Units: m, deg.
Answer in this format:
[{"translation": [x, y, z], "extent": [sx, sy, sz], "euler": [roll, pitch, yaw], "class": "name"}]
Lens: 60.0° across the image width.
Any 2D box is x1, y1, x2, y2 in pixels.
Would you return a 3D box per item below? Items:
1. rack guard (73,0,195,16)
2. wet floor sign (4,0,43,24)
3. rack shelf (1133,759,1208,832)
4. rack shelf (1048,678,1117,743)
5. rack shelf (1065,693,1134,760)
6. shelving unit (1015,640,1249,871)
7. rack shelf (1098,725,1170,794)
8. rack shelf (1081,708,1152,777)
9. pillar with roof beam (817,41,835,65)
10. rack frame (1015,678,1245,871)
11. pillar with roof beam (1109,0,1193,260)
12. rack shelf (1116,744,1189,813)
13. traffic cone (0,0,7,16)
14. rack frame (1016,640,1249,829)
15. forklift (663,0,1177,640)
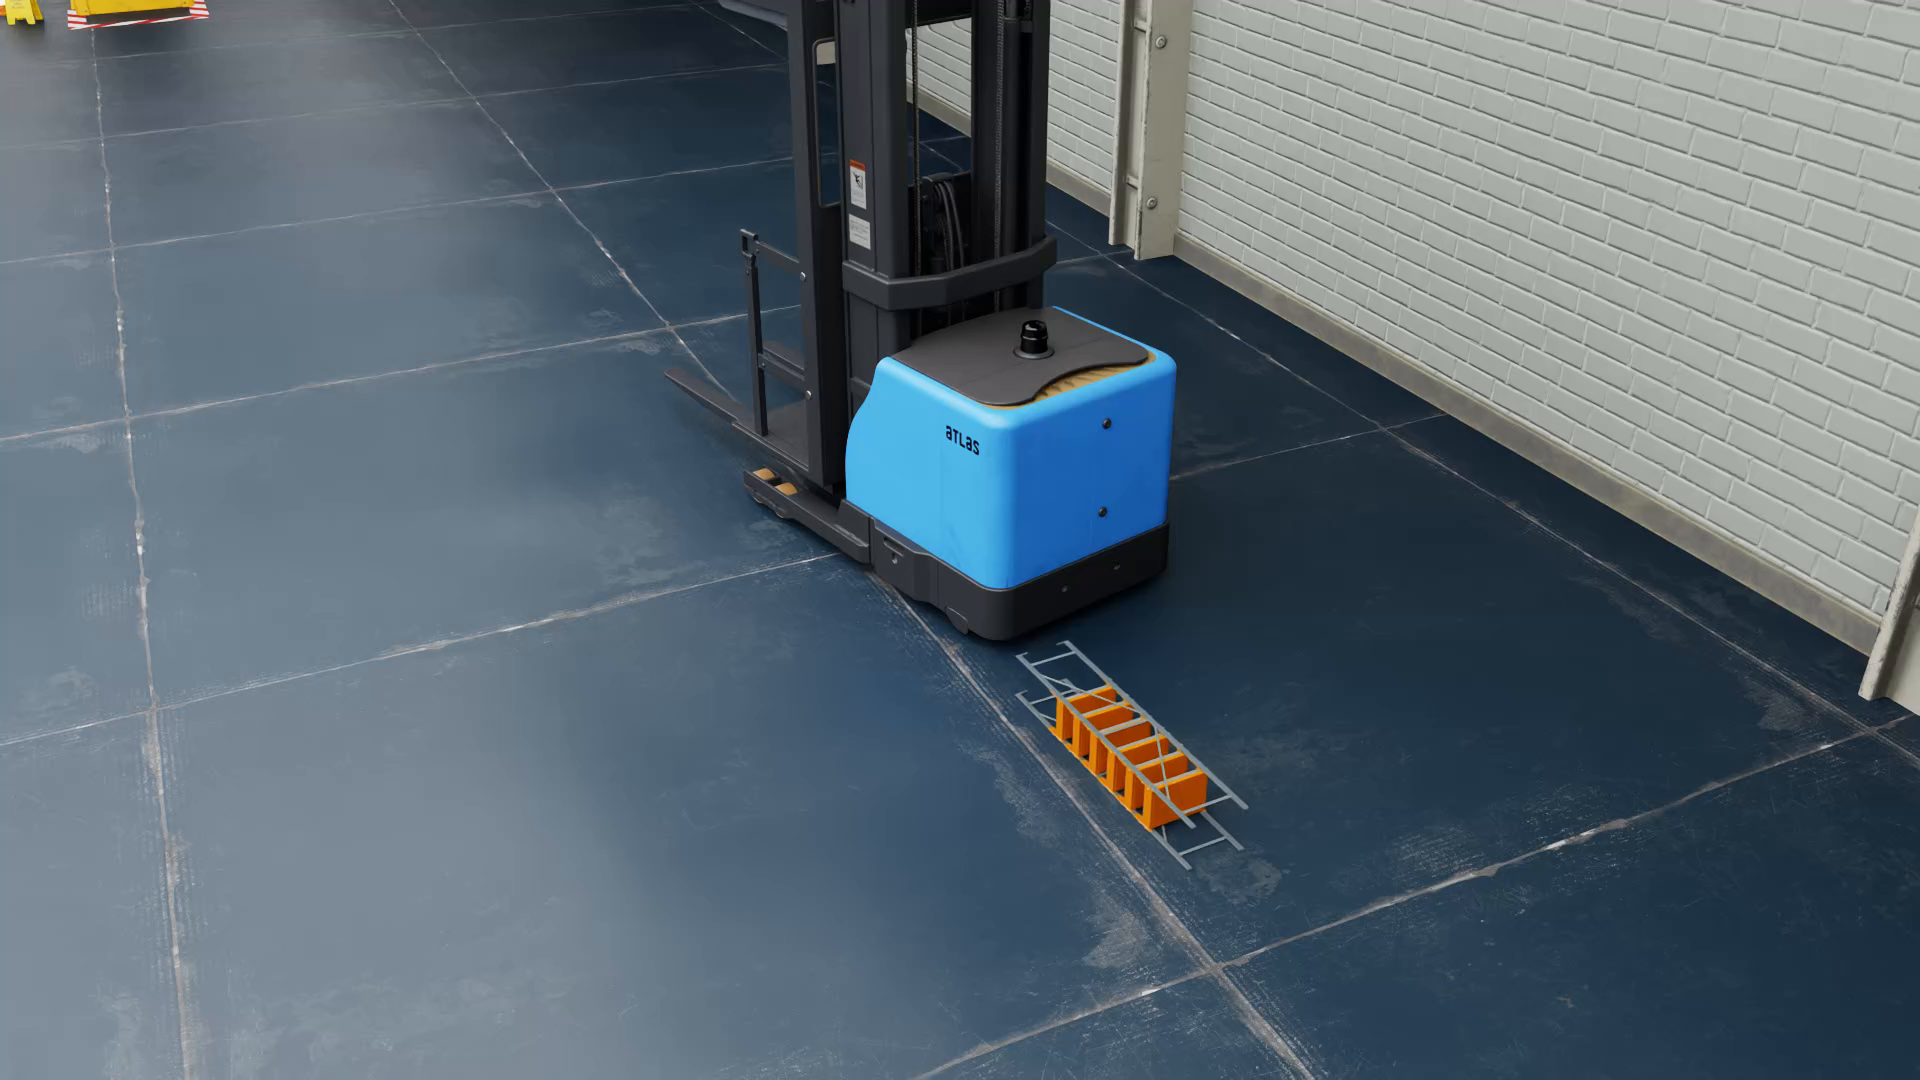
[{"translation": [-8.943, -5.993, 17.926], "extent": [1.175, 0.500, 0.348], "euler": [-13, 32, -22], "class": "rack guard"}, {"translation": [-9.795, -5.714, 17.280], "extent": [0.267, 0.644, 0.232], "euler": [-3, 29, -5], "class": "wet floor sign"}, {"translation": [0.756, 0.906, 5.937], "extent": [0.258, 0.180, 0.103], "euler": [-15, 32, -24], "class": "rack shelf"}, {"translation": [0.474, 0.646, 6.399], "extent": [0.258, 0.180, 0.103], "euler": [-15, 32, -24], "class": "rack shelf"}, {"translation": [0.531, 0.698, 6.307], "extent": [0.258, 0.180, 0.103], "euler": [-15, 32, -24], "class": "rack shelf"}, {"translation": [0.608, 0.769, 6.180], "extent": [0.258, 0.189, 1.200], "euler": [-15, 32, -24], "class": "shelving unit"}, {"translation": [0.643, 0.802, 6.122], "extent": [0.258, 0.180, 0.103], "euler": [-15, 32, -24], "class": "rack shelf"}, {"translation": [0.587, 0.750, 6.214], "extent": [0.258, 0.180, 0.103], "euler": [-15, 32, -24], "class": "rack shelf"}, {"translation": [-5.226, -7.652, 12.196], "extent": [9.100, 9.000, 0.400], "euler": [-13, 32, -22], "class": "pillar with roof beam"}, {"translation": [0.608, 0.849, 6.225], "extent": [0.240, 0.006, 1.200], "euler": [-15, 32, -24], "class": "rack frame"}, {"translation": [-2.650, -5.002, 7.469], "extent": [9.100, 9.000, 0.400], "euler": [-13, 32, -22], "class": "pillar with roof beam"}, {"translation": [0.700, 0.854, 6.029], "extent": [0.258, 0.180, 0.103], "euler": [-15, 32, -24], "class": "rack shelf"}, {"translation": [-10.260, -5.862, 17.731], "extent": [0.336, 0.463, 0.334], "euler": [-13, 32, -22], "class": "traffic cone"}, {"translation": [0.608, 0.690, 6.135], "extent": [0.240, 0.006, 1.200], "euler": [-15, 32, -24], "class": "rack frame"}, {"translation": [-0.391, -1.518, 7.460], "extent": [1.130, 2.935, 3.031], "euler": [-21, 36, -33], "class": "forklift"}]
